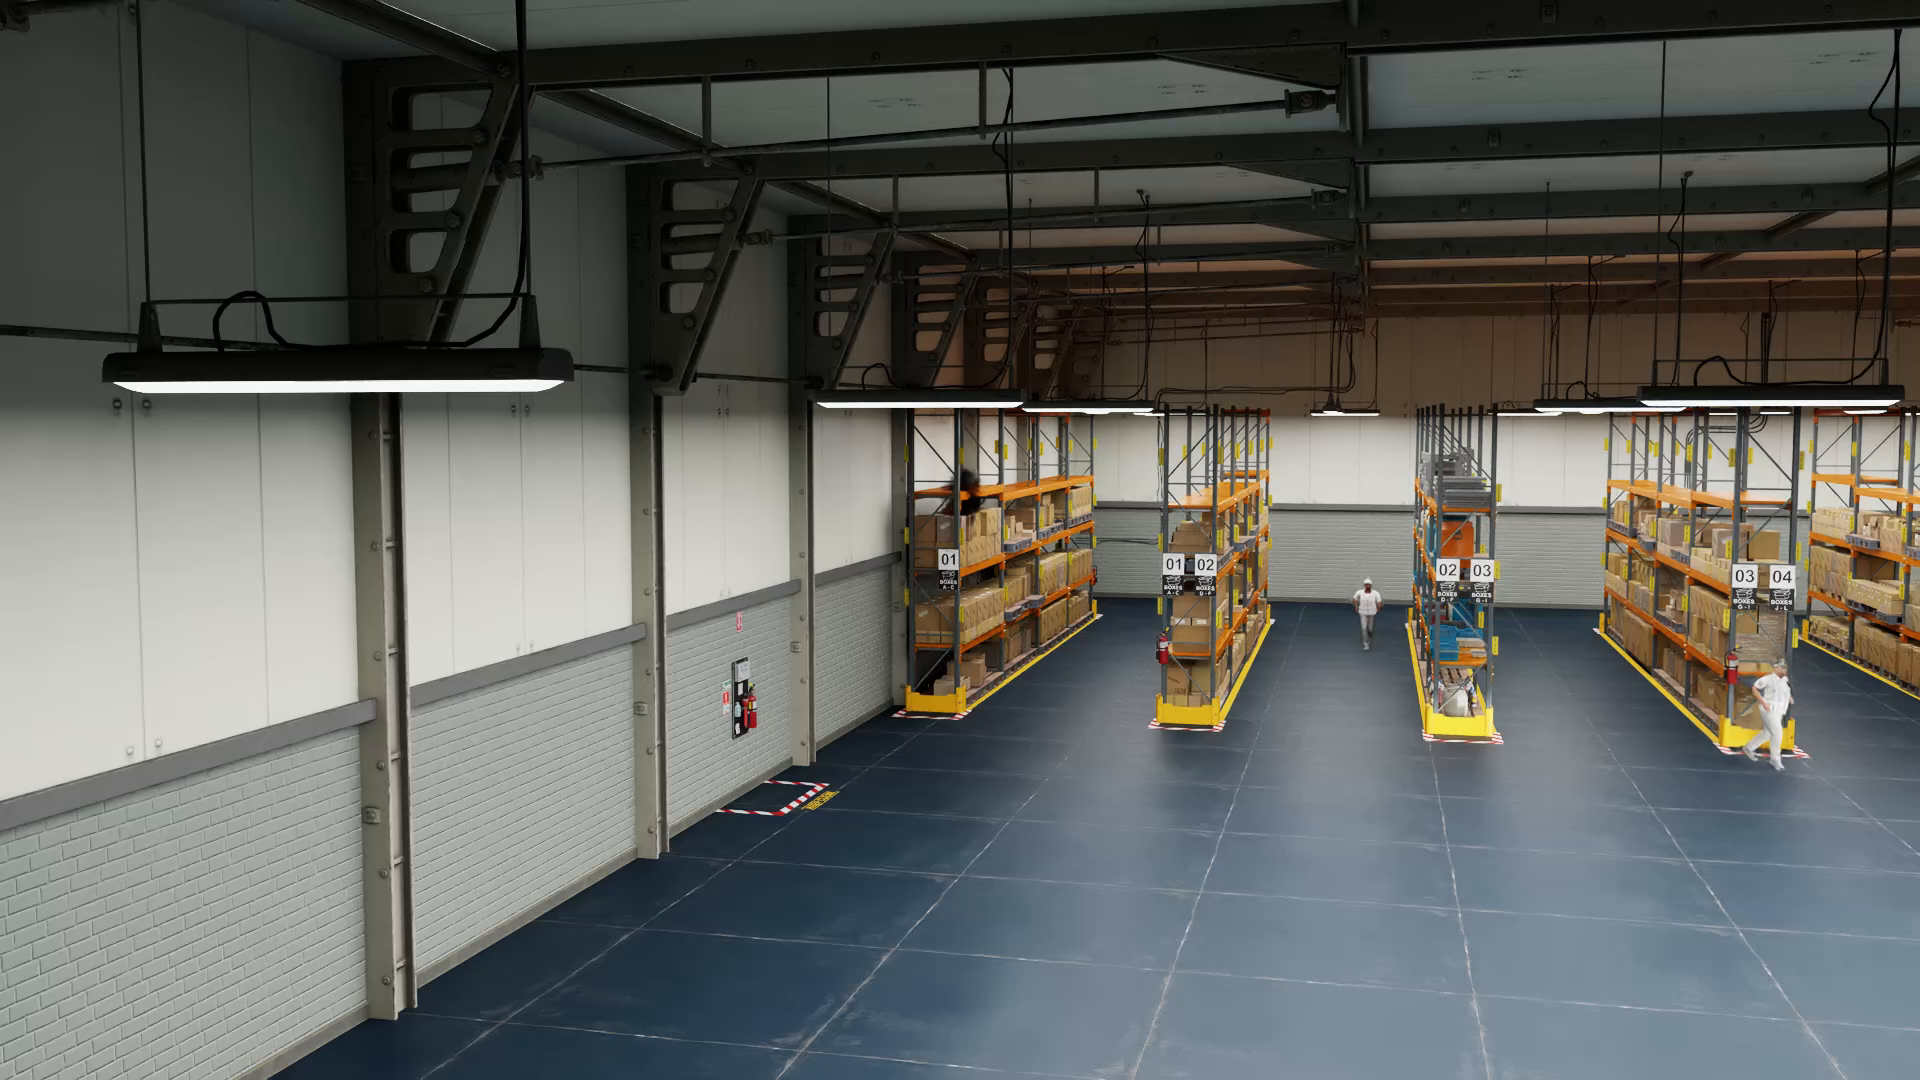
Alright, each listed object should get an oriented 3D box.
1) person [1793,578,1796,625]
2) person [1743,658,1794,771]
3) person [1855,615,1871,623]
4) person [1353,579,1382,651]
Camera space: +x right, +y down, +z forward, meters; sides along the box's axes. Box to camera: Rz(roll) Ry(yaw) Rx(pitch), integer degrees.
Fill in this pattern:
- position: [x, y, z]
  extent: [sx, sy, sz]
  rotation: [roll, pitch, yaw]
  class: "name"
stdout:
- position: [22.078, 1.689, 44.579]
  extent: [0.612, 1.626, 0.692]
  rotation: [1, 4, 14]
  class: "person"
- position: [13.392, 2.841, 27.457]
  extent: [0.662, 1.833, 0.818]
  rotation: [-3, 5, -34]
  class: "person"
- position: [23.903, 1.637, 44.007]
  extent: [0.777, 1.826, 0.685]
  rotation: [0, 4, 5]
  class: "person"
- position: [10.140, 1.846, 41.408]
  extent: [0.700, 1.761, 0.872]
  rotation: [1, 4, 12]
  class: "person"
